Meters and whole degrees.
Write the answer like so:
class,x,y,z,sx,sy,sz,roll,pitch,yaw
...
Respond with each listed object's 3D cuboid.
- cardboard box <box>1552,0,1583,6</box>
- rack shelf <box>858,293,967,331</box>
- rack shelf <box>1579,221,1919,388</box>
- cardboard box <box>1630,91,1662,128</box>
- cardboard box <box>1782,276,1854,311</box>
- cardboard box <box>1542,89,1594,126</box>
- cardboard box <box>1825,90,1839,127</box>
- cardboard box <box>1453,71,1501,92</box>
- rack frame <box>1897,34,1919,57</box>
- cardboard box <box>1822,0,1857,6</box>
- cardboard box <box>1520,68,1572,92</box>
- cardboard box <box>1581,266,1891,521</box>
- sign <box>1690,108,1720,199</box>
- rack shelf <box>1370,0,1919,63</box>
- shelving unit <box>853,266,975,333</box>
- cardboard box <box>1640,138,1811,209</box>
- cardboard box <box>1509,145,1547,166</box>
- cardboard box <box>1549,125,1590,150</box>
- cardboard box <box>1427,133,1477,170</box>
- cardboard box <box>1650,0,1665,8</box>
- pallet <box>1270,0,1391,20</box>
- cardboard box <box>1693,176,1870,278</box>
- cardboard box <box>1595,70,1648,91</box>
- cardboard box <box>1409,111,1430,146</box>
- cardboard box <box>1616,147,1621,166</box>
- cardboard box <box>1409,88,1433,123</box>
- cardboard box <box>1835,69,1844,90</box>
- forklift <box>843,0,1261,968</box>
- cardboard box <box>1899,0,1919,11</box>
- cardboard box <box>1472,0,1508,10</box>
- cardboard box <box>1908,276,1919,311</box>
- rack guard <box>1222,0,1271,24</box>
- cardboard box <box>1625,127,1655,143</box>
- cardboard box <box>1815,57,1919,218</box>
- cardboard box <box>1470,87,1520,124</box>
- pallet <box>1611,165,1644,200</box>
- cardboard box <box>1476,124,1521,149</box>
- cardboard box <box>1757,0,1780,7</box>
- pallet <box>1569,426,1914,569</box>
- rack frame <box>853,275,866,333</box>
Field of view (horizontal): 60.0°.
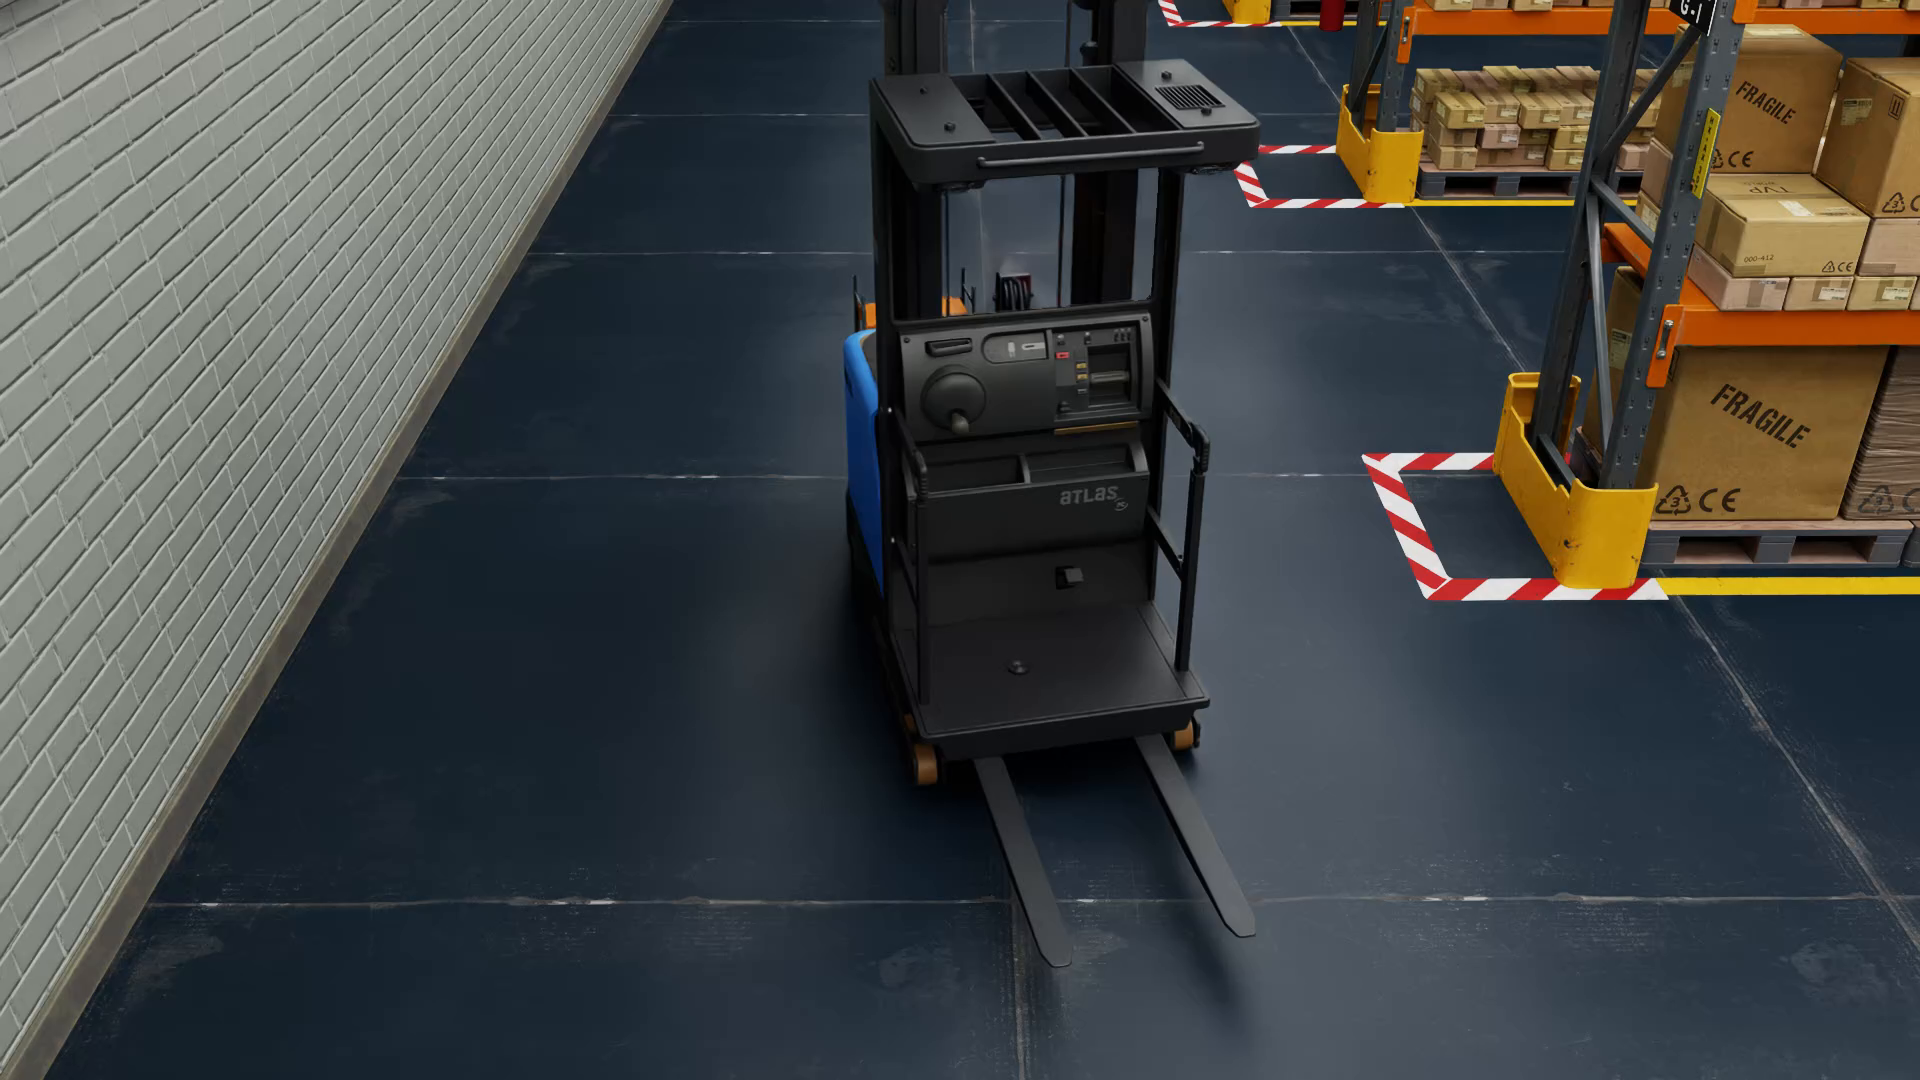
class,x,y,z,sx,sy,sz,roll,pitch,yaw
cardboard box,4.046,-3.733,11.253,0.250,0.149,0.380,1,31,2
rack shelf,-0.204,-0.965,7.426,0.480,0.148,0.258,-7,32,-11
rack shelf,4.867,-1.068,7.312,4.000,0.370,1.077,0,31,0
cardboard box,4.780,-2.997,11.568,0.250,0.149,0.380,0,31,0
cardboard box,3.480,-1.093,6.902,0.250,0.149,0.380,-1,31,-1
cardboard box,4.239,-3.024,11.612,0.250,0.149,0.380,-2,31,-3
cardboard box,6.079,-3.008,11.585,0.250,0.149,0.380,0,31,-1
cardboard box,3.717,-3.261,12.003,0.250,0.149,0.380,0,31,1
rack frame,6.938,-3.955,11.376,0.127,3.000,1.000,0,31,0
cardboard box,5.871,-3.732,11.252,0.250,0.149,0.380,-1,31,-2
cardboard box,4.235,-3.296,12.060,0.250,0.149,0.380,-1,31,-2
cardboard box,3.506,-0.684,7.629,0.875,0.875,0.875,0,31,0
sign,2.864,-1.485,6.395,0.005,0.325,0.100,0,31,0
rack shelf,4.938,-3.641,11.552,4.000,0.370,1.077,0,31,0
shelving unit,-0.204,-0.629,7.630,0.503,1.200,0.258,-7,32,-11
cardboard box,3.350,-1.571,7.306,0.500,0.250,0.500,-1,31,-1
cardboard box,3.973,-2.786,11.794,0.250,0.149,0.380,0,31,0
cardboard box,4.239,-2.861,11.631,0.250,0.149,0.380,1,31,1
cardboard box,3.464,-2.738,11.715,0.250,0.149,0.380,0,31,1
cardboard box,4.564,-3.707,11.210,0.250,0.149,0.380,-1,31,-1
pallet,3.606,-5.360,16.381,1.213,0.211,1.003,0,31,0
cardboard box,3.348,-1.293,6.848,0.500,0.250,0.500,-1,31,-2
cardboard box,4.767,-3.269,12.016,0.250,0.149,0.380,-1,31,-2
cardboard box,3.463,-3.013,12.167,0.250,0.149,0.380,0,31,1
cardboard box,4.484,-2.780,11.784,0.250,0.149,0.380,0,31,0
cardboard box,3.464,-3.180,12.156,0.250,0.149,0.380,-1,31,-2
cardboard box,6.316,-3.306,12.077,0.250,0.149,0.380,1,31,2
forklift,0.294,-0.545,5.822,1.130,2.935,3.031,-6,32,-10
cardboard box,6.397,-3.668,11.145,0.250,0.149,0.380,-1,31,-2
cardboard box,3.518,-3.688,11.179,0.250,0.149,0.380,1,31,1
cardboard box,3.997,-1.095,6.906,0.250,0.149,0.380,-1,31,-1
rack guard,2.783,-5.441,16.235,0.348,0.500,1.175,0,31,0
cardboard box,4.775,-2.934,11.750,0.250,0.149,0.380,1,31,2
cardboard box,3.848,-1.616,6.656,0.500,0.500,0.500,-1,31,-1
cardboard box,3.739,-3.046,11.648,0.250,0.149,0.380,0,31,1
pallet,5.043,-2.737,12.057,1.213,0.211,1.003,0,31,0
cardboard box,3.738,-2.870,11.645,0.250,0.149,0.380,0,31,-1
cardboard box,5.345,-3.720,11.232,0.250,0.149,0.380,-1,31,-1
pallet,3.666,-0.220,7.909,1.213,0.211,1.003,0,31,0
rack frame,-0.442,-0.601,7.584,0.015,1.200,0.240,-7,32,-11
